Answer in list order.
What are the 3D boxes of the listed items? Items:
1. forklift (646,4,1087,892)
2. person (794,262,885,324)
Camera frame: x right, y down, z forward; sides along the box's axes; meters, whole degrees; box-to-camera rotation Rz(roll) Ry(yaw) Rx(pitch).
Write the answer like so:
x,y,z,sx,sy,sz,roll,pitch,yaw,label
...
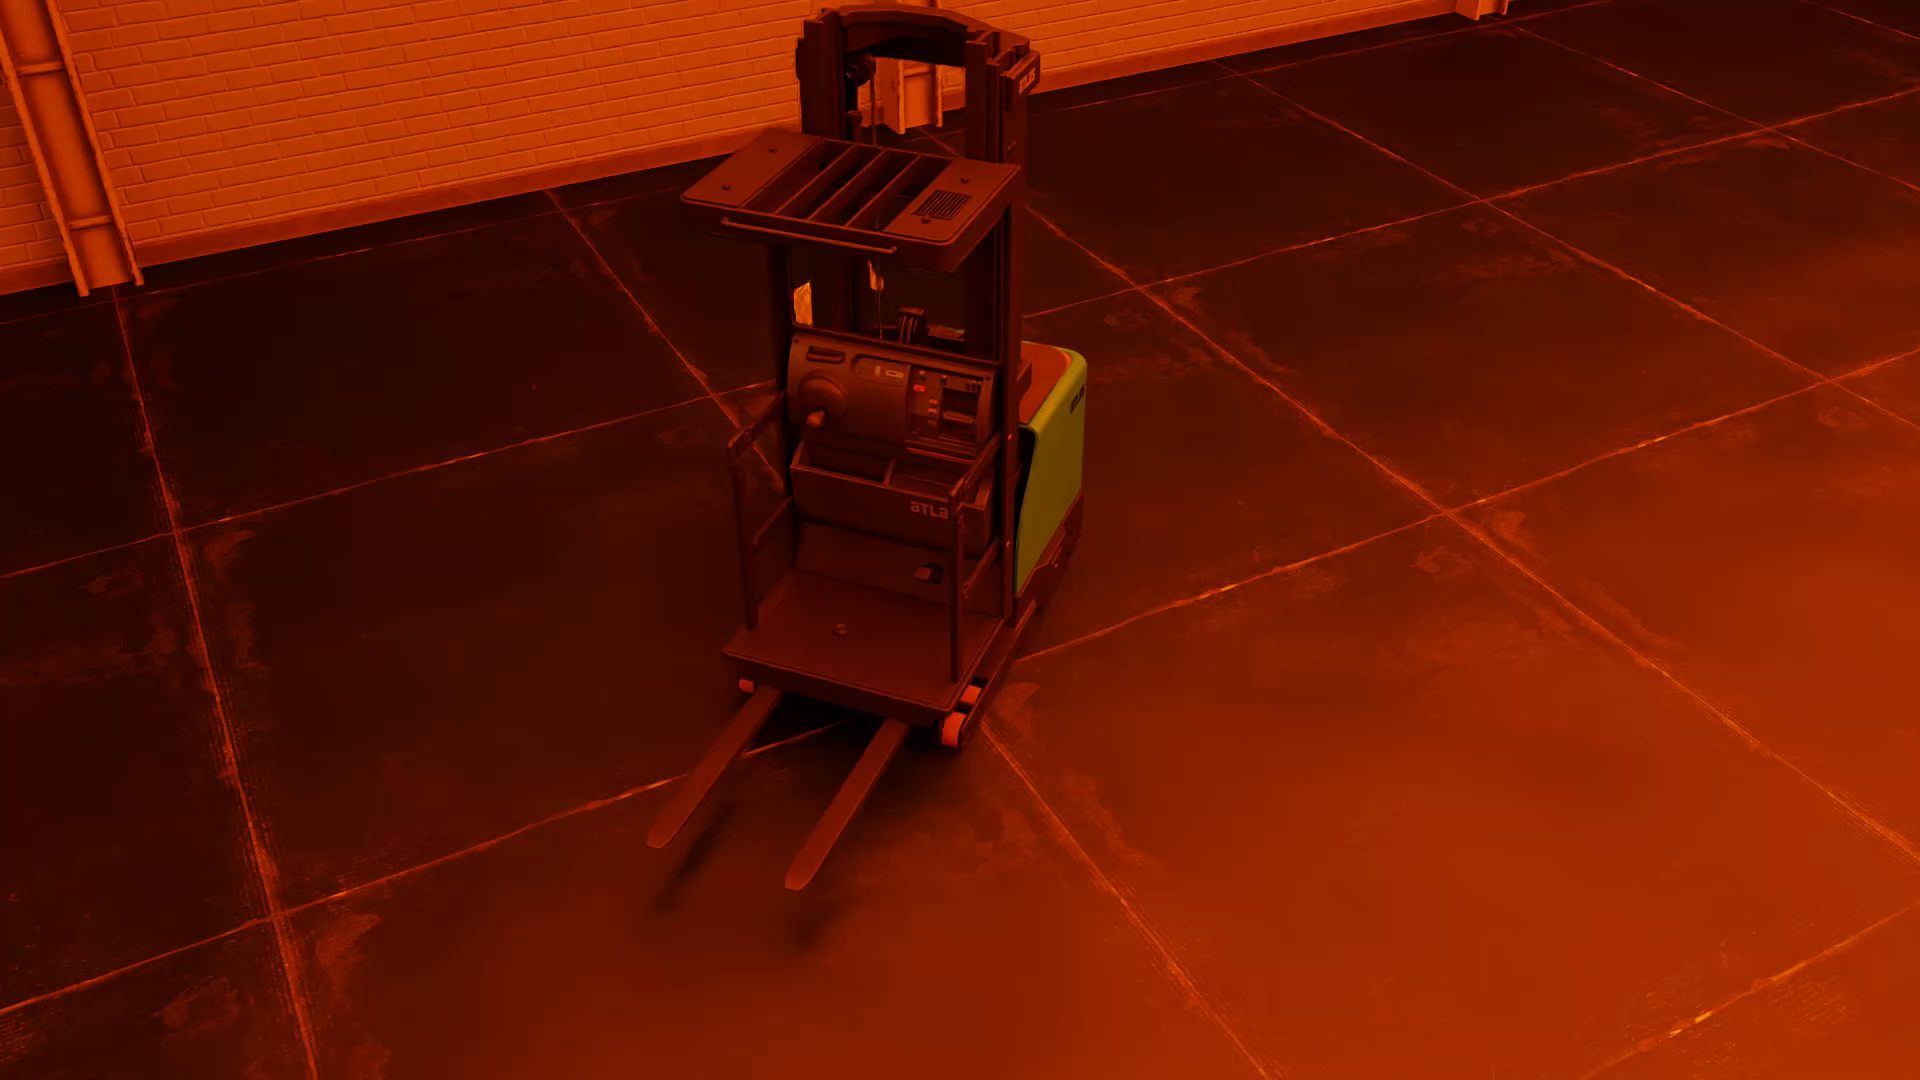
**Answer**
x,y,z,sx,sy,sz,roll,pitch,yaw,label
-0.378,-0.550,6.901,1.130,2.935,3.031,13,37,17,forklift
-0.492,-0.865,8.747,0.906,1.444,0.870,-15,38,-20,person
